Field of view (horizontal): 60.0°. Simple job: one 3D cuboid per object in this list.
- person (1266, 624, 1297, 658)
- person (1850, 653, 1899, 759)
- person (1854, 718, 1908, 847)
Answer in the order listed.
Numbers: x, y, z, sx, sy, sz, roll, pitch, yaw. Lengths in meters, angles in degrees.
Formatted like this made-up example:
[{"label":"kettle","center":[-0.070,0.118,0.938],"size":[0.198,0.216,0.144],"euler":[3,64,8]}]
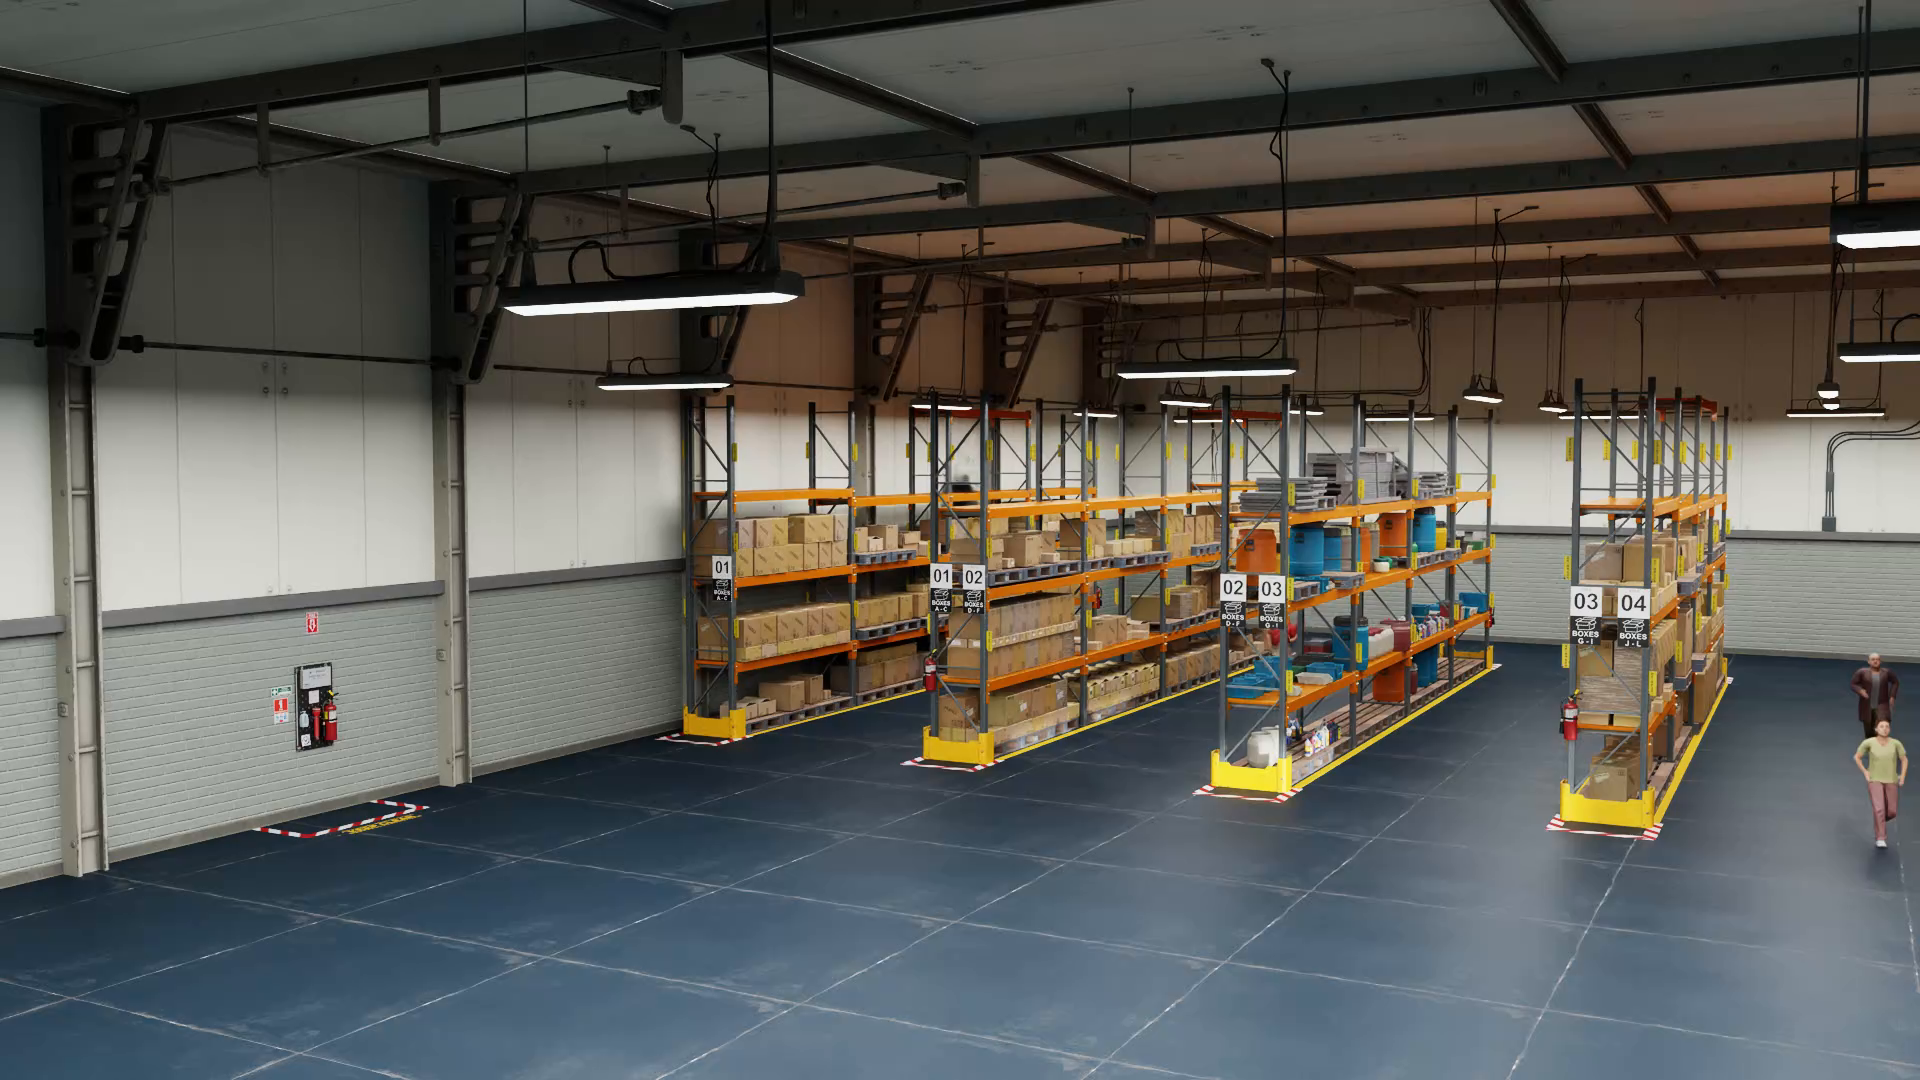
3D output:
[{"label":"person","center":[6.656,2.324,34.476],"size":[0.673,1.699,0.923],"euler":[1,3,18]},{"label":"person","center":[14.741,2.715,26.833],"size":[0.697,1.794,0.760],"euler":[2,3,29]},{"label":"person","center":[11.738,3.065,21.209],"size":[0.608,1.621,0.667],"euler":[1,3,18]}]
